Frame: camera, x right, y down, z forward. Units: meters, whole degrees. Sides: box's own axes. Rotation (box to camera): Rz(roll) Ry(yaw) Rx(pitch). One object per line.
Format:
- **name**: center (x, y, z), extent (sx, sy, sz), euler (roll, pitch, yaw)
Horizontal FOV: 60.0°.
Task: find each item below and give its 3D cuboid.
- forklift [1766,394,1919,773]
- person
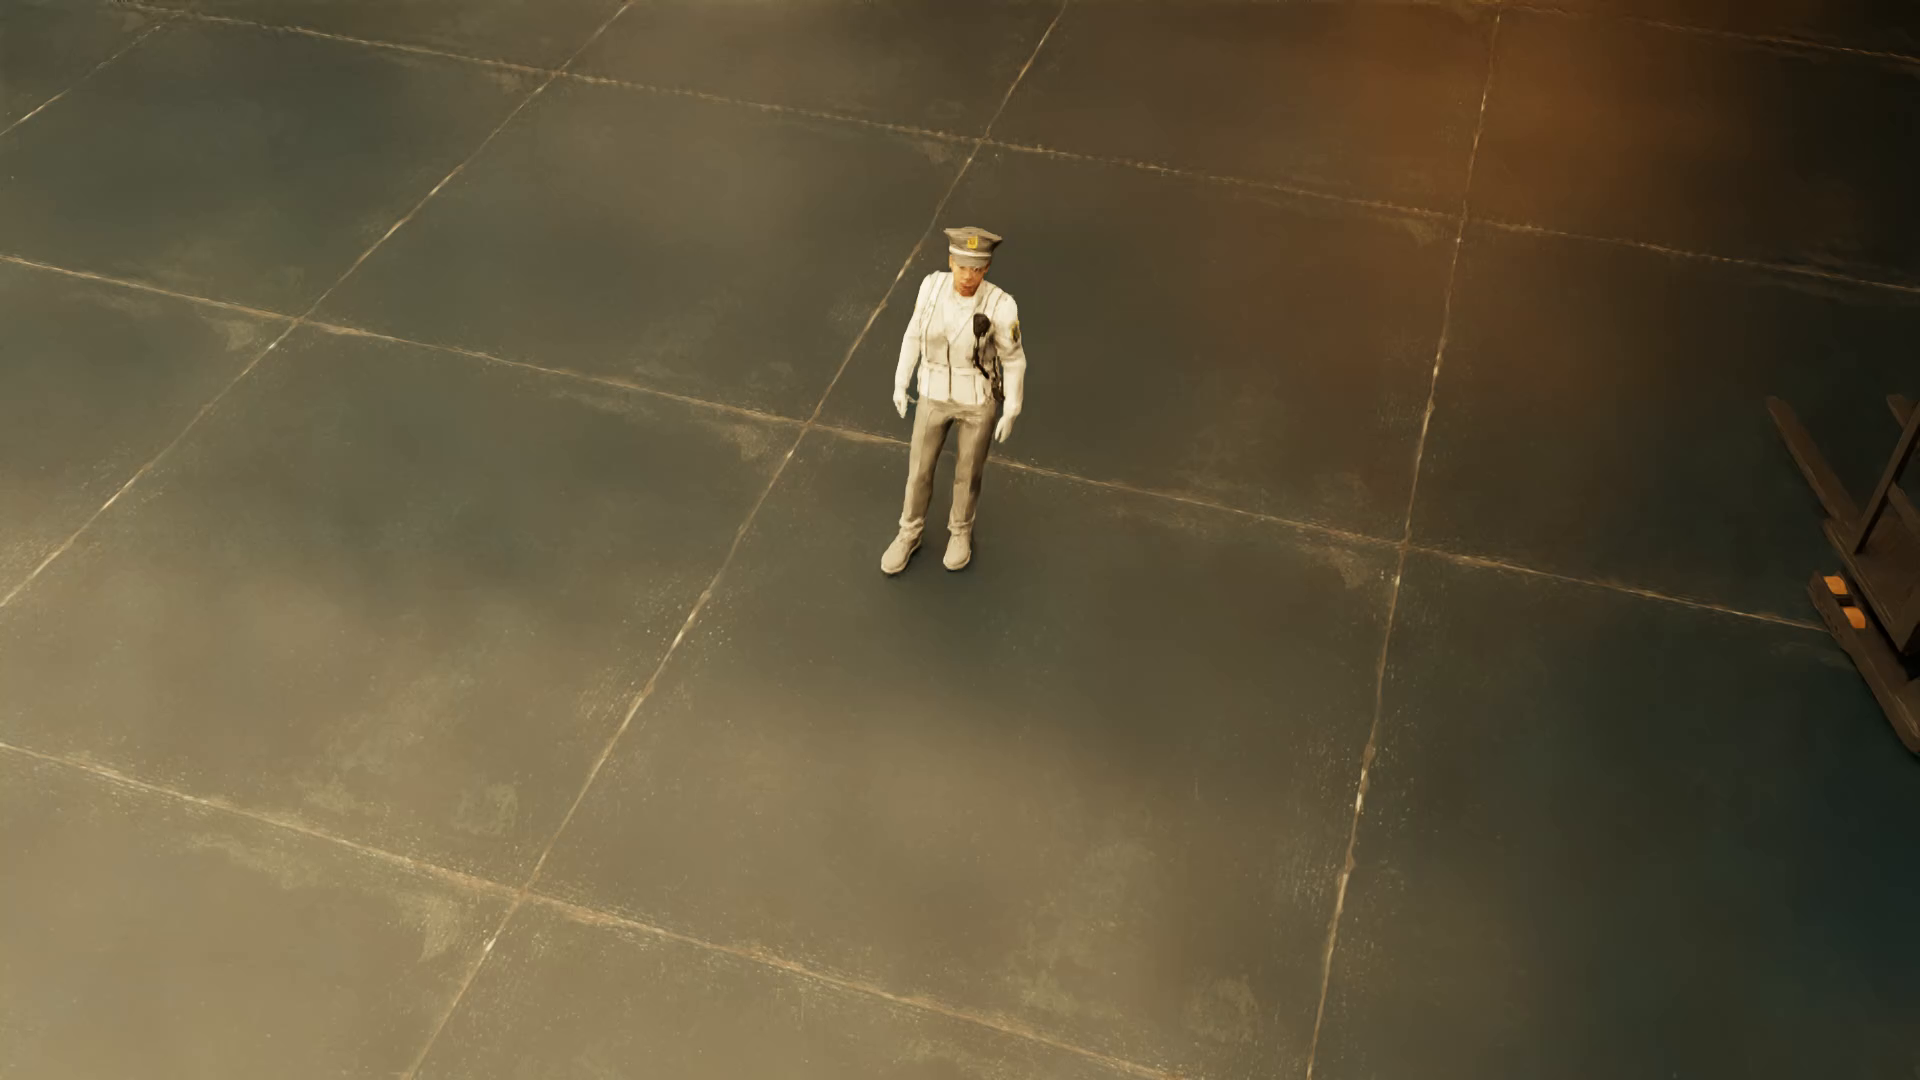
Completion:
- **forklift**: center (4.410, -0.598, 6.332), extent (1.130, 2.935, 3.031), euler (-2, 43, -2)
- **person**: center (-0.027, -0.583, 7.213), extent (0.586, 1.695, 0.532), euler (12, 44, 13)
